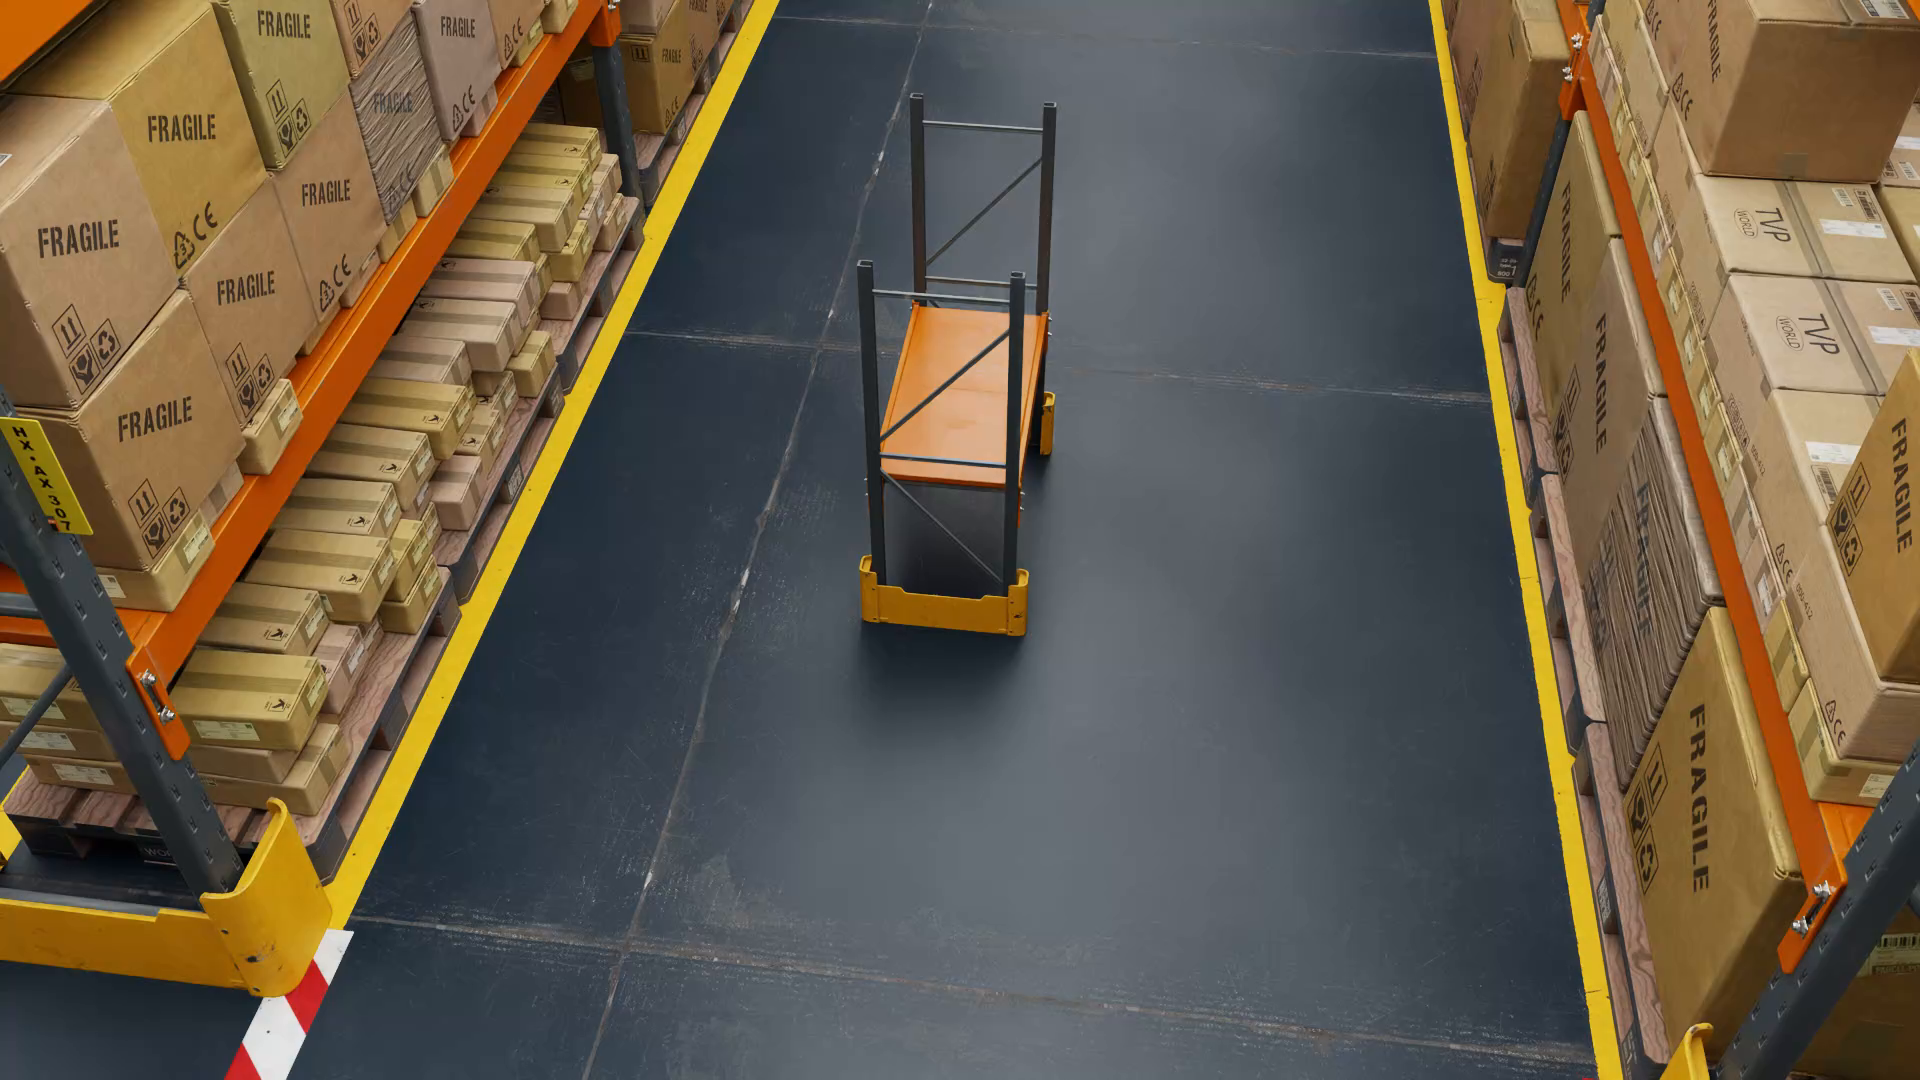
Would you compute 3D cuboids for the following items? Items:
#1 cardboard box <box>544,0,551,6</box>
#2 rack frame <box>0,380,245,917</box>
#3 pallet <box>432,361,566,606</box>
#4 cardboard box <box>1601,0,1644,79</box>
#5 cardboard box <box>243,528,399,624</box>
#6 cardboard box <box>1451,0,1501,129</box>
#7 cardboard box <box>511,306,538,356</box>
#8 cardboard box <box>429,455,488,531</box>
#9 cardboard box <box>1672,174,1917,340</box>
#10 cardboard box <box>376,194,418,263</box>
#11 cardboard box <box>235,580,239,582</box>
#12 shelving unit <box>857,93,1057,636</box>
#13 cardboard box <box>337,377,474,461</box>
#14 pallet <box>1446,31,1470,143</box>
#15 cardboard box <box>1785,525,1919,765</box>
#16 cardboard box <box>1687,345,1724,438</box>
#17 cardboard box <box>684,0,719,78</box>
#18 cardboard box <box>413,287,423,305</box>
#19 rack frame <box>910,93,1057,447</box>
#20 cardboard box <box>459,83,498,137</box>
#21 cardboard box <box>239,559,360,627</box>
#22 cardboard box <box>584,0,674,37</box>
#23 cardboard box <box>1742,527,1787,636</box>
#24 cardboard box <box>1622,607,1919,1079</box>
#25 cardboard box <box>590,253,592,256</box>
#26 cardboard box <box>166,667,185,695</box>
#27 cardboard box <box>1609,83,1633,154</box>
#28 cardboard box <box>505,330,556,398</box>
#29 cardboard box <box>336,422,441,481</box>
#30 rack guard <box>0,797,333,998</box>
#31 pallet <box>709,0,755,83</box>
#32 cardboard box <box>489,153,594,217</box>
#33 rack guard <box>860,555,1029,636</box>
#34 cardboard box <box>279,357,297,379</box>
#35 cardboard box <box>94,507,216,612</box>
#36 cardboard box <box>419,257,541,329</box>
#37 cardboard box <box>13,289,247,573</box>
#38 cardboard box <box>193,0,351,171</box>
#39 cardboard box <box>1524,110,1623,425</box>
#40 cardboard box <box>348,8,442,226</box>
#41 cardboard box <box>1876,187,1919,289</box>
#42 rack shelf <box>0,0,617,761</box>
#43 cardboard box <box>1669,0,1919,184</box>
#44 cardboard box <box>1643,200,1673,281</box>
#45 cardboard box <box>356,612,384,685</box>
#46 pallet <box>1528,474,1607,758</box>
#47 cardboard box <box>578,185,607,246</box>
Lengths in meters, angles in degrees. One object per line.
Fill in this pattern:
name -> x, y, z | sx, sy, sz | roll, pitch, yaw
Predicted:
cardboard box -> -1.764, -2.384, 6.297 | 0.500, 0.500, 0.500 | 5, 44, 6
rack frame -> -2.509, 0.131, 3.930 | 1.000, 3.000, 0.127 | 5, 44, 6
pallet -> -2.193, -0.288, 6.401 | 1.003, 0.211, 1.213 | 5, 44, 6
cardboard box -> 2.601, -1.833, 5.897 | 0.500, 0.250, 0.500 | 5, 44, 5
cardboard box -> -2.026, 0.112, 5.285 | 0.380, 0.149, 0.250 | 5, 44, 5
cardboard box -> 3.105, -2.504, 7.952 | 1.225, 0.875, 0.875 | 4, 44, 4
cardboard box -> -1.893, -0.870, 6.539 | 0.380, 0.149, 0.250 | 6, 44, 7
cardboard box -> -1.942, -0.179, 6.025 | 0.380, 0.149, 0.250 | 3, 44, 3
cardboard box -> 2.394, -0.805, 4.812 | 0.500, 0.250, 0.500 | 5, 44, 6
cardboard box -> -1.986, -1.037, 5.346 | 0.380, 0.149, 0.250 | 7, 44, 7
cardboard box -> -2.573, 0.110, 5.721 | 0.380, 0.149, 0.250 | 6, 44, 6
shelving unit -> 0.010, -0.597, 5.789 | 0.587, 1.500, 1.083 | 5, 44, 6
cardboard box -> -1.949, -0.428, 5.855 | 0.380, 0.149, 0.250 | 6, 44, 6
pallet -> 3.109, -2.430, 8.662 | 1.003, 0.211, 1.213 | 5, 44, 6
cardboard box -> 2.195, 0.242, 3.705 | 0.500, 0.250, 0.500 | 5, 44, 5
cardboard box -> 2.282, -0.404, 4.678 | 0.380, 0.149, 0.250 | 5, 44, 6
cardboard box -> -1.552, -2.680, 8.412 | 0.500, 0.500, 0.500 | 7, 44, 7
cardboard box -> -2.325, -1.069, 6.749 | 0.380, 0.149, 0.250 | 3, 44, 3
rack frame -> 0.078, -0.949, 6.162 | 0.500, 1.500, 0.032 | 5, 44, 6
cardboard box -> -1.872, -1.565, 5.904 | 0.380, 0.149, 0.250 | 4, 44, 4
cardboard box -> -2.149, 0.215, 5.393 | 0.380, 0.149, 0.250 | 6, 44, 6
cardboard box -> -1.621, -2.592, 7.773 | 0.500, 0.250, 0.500 | 3, 44, 4
cardboard box -> 2.182, 0.120, 4.124 | 0.380, 0.149, 0.250 | 5, 44, 6
cardboard box -> 2.399, 0.826, 4.436 | 0.875, 0.875, 0.875 | 5, 44, 6
cardboard box -> -1.812, -1.245, 7.151 | 0.380, 0.149, 0.250 | 6, 44, 7
cardboard box -> -2.635, 0.346, 5.254 | 0.380, 0.149, 0.250 | 4, 44, 5
cardboard box -> 2.485, -1.454, 5.787 | 0.380, 0.149, 0.250 | 7, 44, 7
cardboard box -> -1.831, -0.709, 6.585 | 0.380, 0.149, 0.250 | 5, 44, 5
cardboard box -> -2.072, -0.328, 5.966 | 0.380, 0.149, 0.250 | 7, 44, 8
rack guard -> -2.499, 0.987, 4.844 | 1.175, 0.500, 0.348 | 5, 44, 6
pallet -> -1.720, -2.947, 9.209 | 1.003, 0.211, 1.213 | 5, 44, 6
cardboard box -> -1.764, -1.485, 6.972 | 0.380, 0.149, 0.250 | 6, 44, 6
rack guard -> -0.056, 0.197, 5.860 | 0.587, 0.250, 0.087 | 5, 44, 6
cardboard box -> -2.162, -0.514, 4.794 | 0.380, 0.149, 0.250 | 7, 44, 7
cardboard box -> -2.142, 0.031, 4.218 | 0.380, 0.149, 0.250 | 5, 44, 5
cardboard box -> -1.846, -0.952, 6.409 | 0.380, 0.149, 0.250 | 3, 44, 3
cardboard box -> -2.176, -0.294, 4.090 | 0.500, 0.500, 0.500 | 7, 44, 7
cardboard box -> -2.036, -1.355, 4.484 | 0.500, 0.500, 0.500 | 4, 44, 5
cardboard box -> 2.756, -1.014, 6.379 | 0.875, 0.875, 0.875 | 5, 44, 6
cardboard box -> -1.992, -1.342, 5.197 | 0.500, 0.500, 0.500 | 4, 44, 4
cardboard box -> 2.921, -0.759, 4.762 | 0.500, 0.250, 0.500 | 4, 44, 5
rack shelf -> -2.245, -0.971, 5.617 | 1.077, 0.370, 4.000 | 5, 44, 6
cardboard box -> 2.469, -1.408, 4.903 | 0.500, 0.500, 0.500 | 4, 44, 4
cardboard box -> 2.383, -0.930, 5.233 | 0.380, 0.149, 0.250 | 6, 44, 6
cardboard box -> -2.143, 0.330, 5.488 | 0.380, 0.149, 0.250 | 6, 44, 6
pallet -> 2.586, 0.282, 5.799 | 1.003, 0.211, 1.213 | 5, 44, 6
cardboard box -> -1.730, -1.392, 7.090 | 0.380, 0.149, 0.250 | 3, 44, 4
